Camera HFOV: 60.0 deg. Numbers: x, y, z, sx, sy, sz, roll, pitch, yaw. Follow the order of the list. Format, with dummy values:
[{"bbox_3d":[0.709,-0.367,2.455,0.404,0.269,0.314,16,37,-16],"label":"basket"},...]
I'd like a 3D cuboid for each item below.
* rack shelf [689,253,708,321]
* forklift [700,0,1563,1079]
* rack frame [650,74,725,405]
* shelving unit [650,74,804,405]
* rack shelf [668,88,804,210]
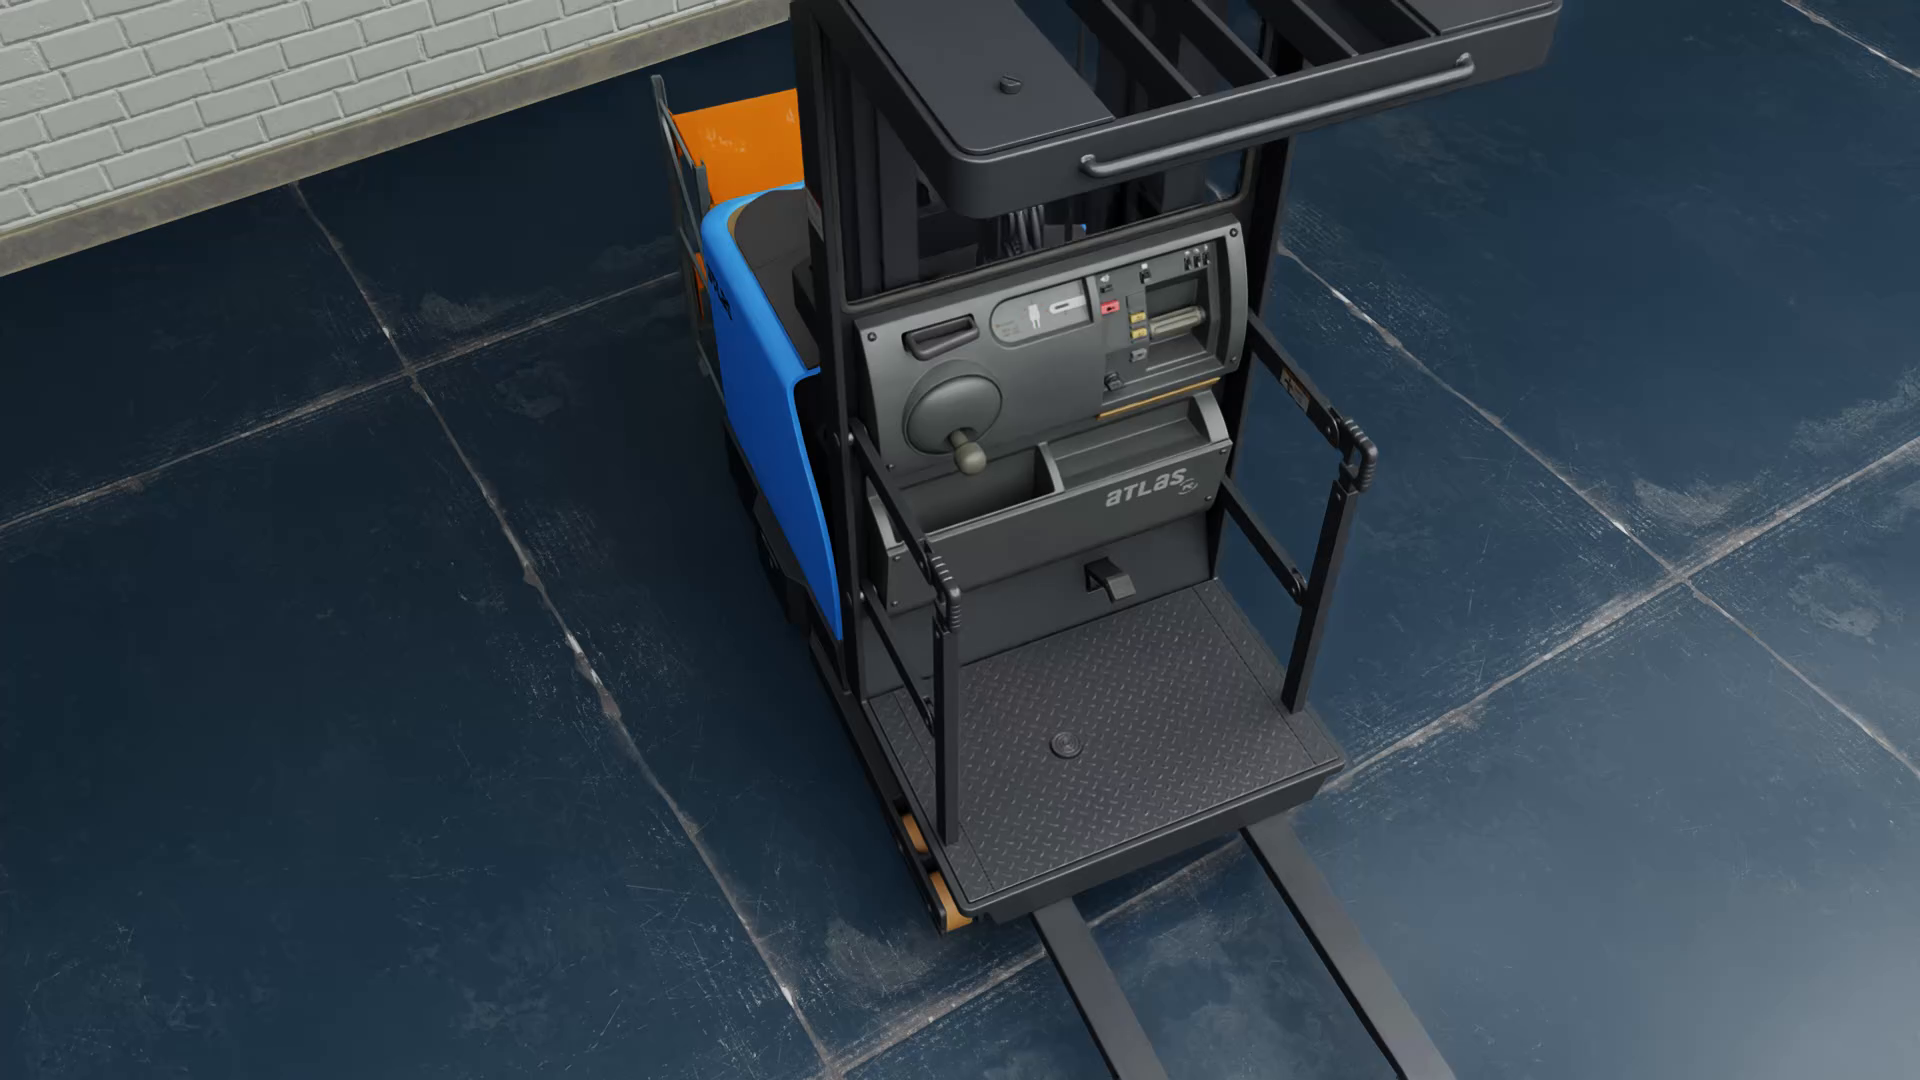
[{"bbox_3d":[-0.349,-0.825,5.559,1.000,0.278,0.538,-17,50,-14],"label":"rack shelf"},{"bbox_3d":[0.314,-0.333,3.584,1.130,2.935,3.031,-18,51,-16],"label":"forklift"},{"bbox_3d":[-0.821,-0.846,5.251,0.032,1.125,0.500,-17,50,-14],"label":"rack frame"},{"bbox_3d":[-0.349,-0.987,5.376,1.048,1.125,0.538,-17,50,-14],"label":"shelving unit"},{"bbox_3d":[-0.349,-1.182,5.158,1.000,0.278,0.538,-17,50,-14],"label":"rack shelf"}]
